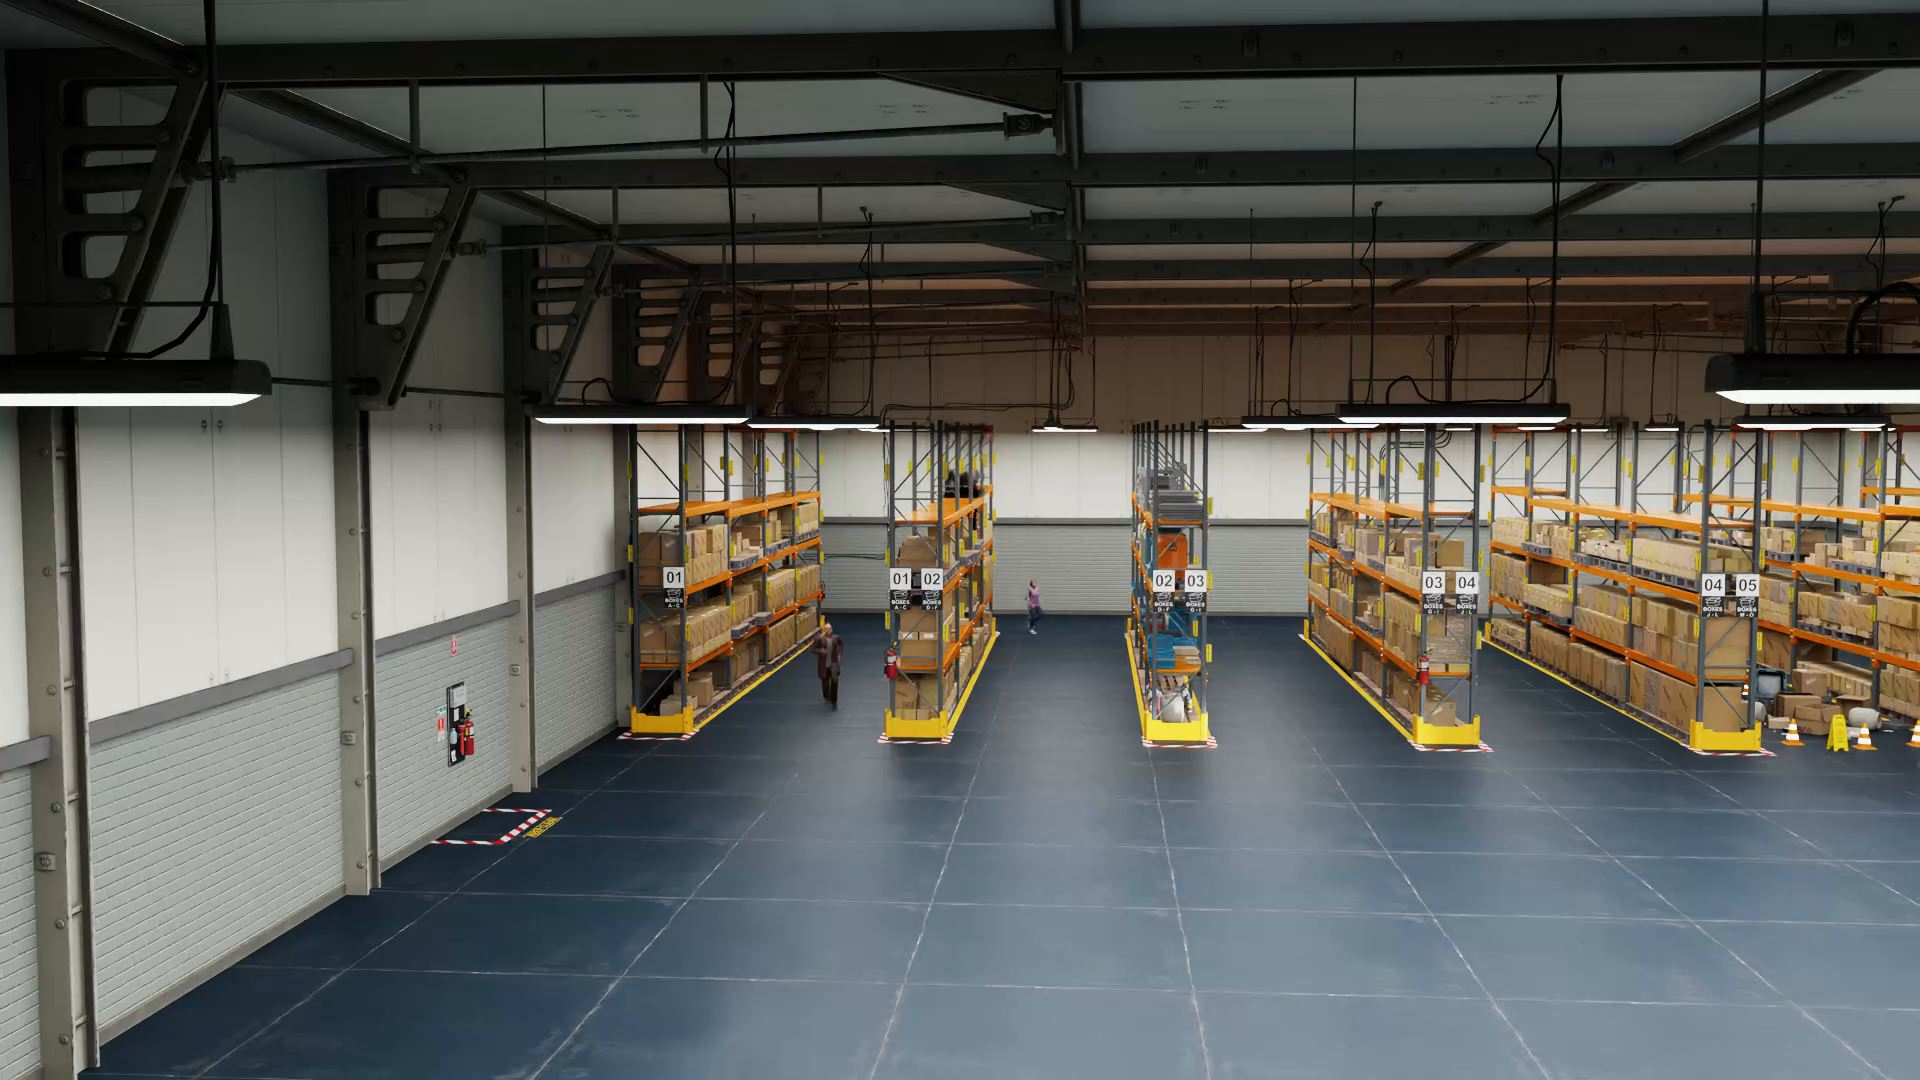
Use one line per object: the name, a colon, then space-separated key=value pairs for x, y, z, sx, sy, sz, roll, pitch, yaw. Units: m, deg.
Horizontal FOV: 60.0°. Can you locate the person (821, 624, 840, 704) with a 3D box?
person: x=-2.770 y=2.557 z=34.726 sx=0.643 sy=1.638 sz=0.860 roll=0 pitch=4 yaw=-6

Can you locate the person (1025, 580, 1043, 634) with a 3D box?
person: x=2.148 y=1.922 z=47.840 sx=0.567 sy=1.566 sz=0.487 roll=-3 pitch=4 yaw=-36

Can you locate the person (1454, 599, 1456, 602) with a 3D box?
person: x=14.196 y=1.872 z=46.923 sx=0.724 sy=1.804 sz=0.856 roll=3 pitch=5 yaw=44
